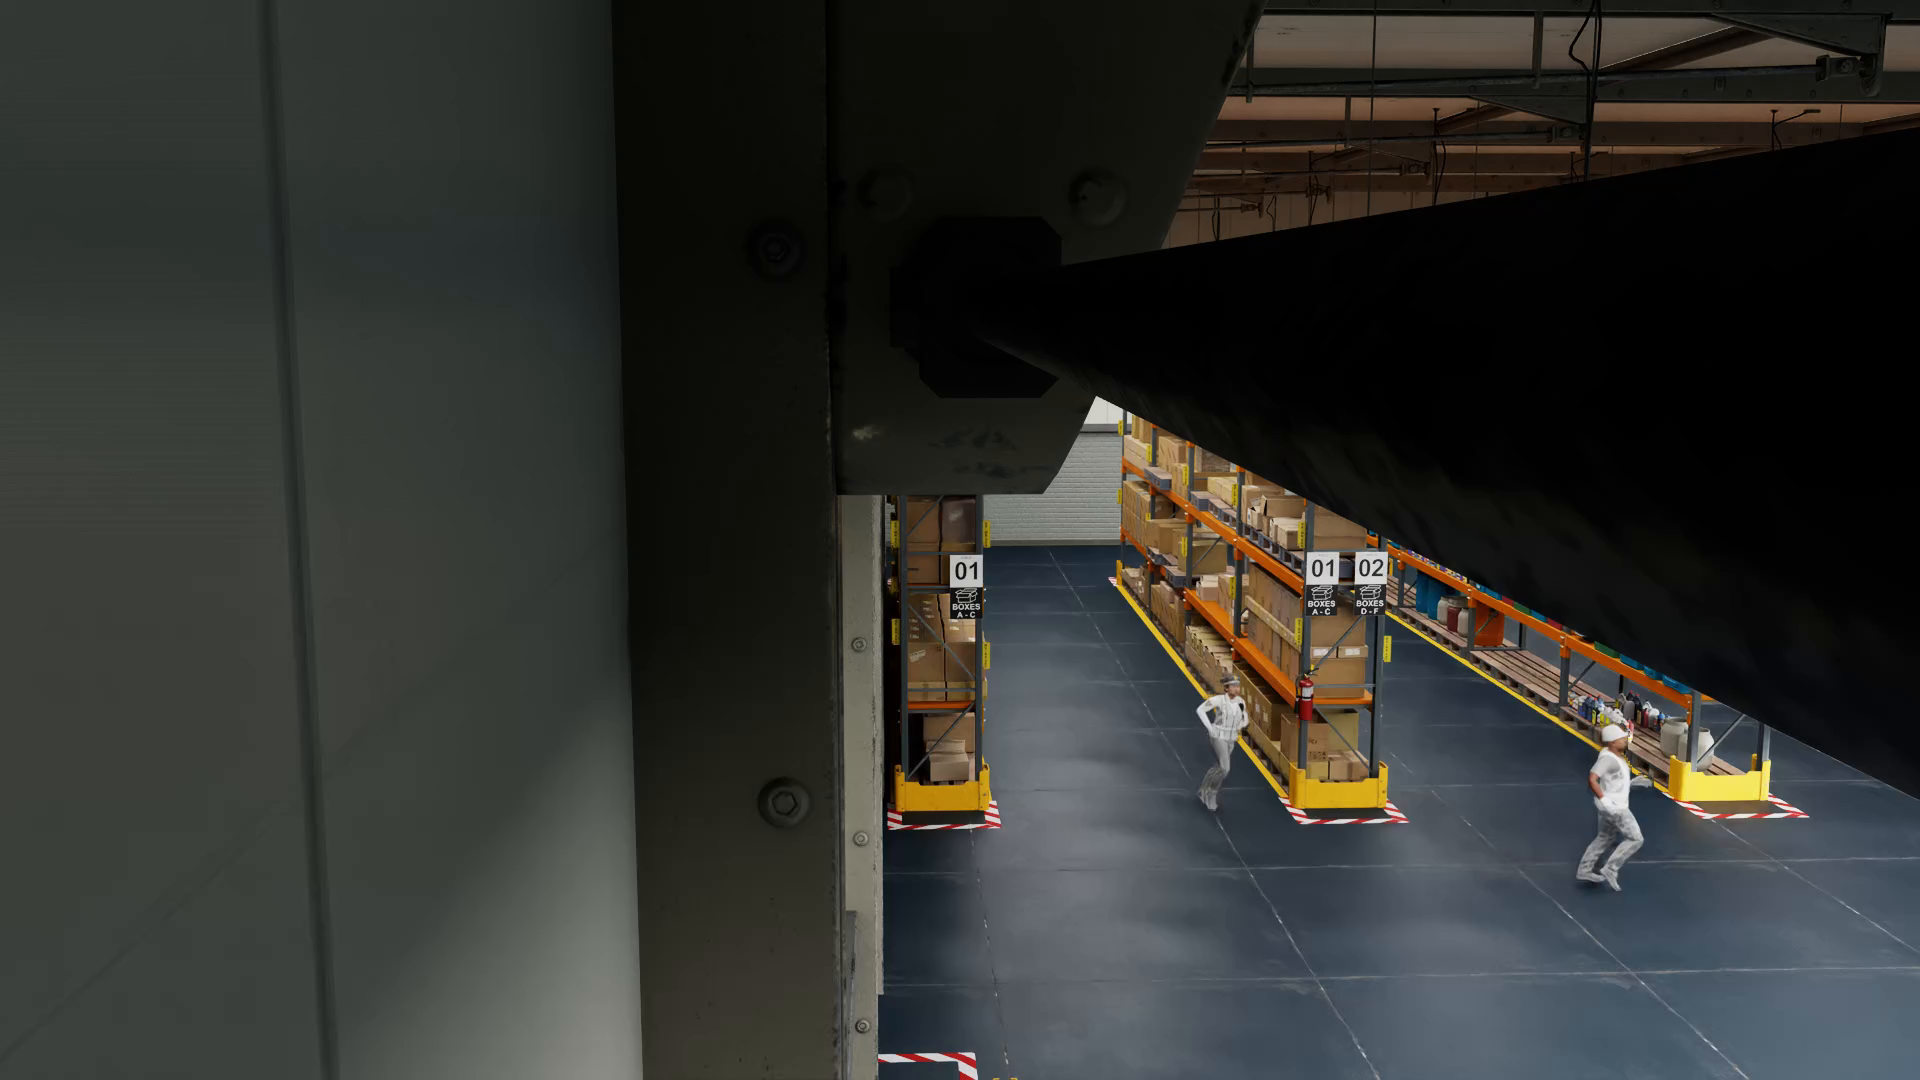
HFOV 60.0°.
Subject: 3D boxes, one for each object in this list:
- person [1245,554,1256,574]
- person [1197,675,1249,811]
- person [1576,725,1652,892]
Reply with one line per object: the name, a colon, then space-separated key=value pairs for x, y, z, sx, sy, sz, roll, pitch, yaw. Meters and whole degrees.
person: x=6.054 y=0.322 z=34.968 sx=0.630 sy=1.794 sz=0.731 roll=-2 pitch=9 yaw=-16
person: x=3.275 y=2.493 z=20.620 sx=0.602 sy=1.725 sz=0.637 roll=-5 pitch=10 yaw=-31
person: x=6.992 y=2.855 z=17.724 sx=0.706 sy=1.789 sz=0.668 roll=2 pitch=9 yaw=14
